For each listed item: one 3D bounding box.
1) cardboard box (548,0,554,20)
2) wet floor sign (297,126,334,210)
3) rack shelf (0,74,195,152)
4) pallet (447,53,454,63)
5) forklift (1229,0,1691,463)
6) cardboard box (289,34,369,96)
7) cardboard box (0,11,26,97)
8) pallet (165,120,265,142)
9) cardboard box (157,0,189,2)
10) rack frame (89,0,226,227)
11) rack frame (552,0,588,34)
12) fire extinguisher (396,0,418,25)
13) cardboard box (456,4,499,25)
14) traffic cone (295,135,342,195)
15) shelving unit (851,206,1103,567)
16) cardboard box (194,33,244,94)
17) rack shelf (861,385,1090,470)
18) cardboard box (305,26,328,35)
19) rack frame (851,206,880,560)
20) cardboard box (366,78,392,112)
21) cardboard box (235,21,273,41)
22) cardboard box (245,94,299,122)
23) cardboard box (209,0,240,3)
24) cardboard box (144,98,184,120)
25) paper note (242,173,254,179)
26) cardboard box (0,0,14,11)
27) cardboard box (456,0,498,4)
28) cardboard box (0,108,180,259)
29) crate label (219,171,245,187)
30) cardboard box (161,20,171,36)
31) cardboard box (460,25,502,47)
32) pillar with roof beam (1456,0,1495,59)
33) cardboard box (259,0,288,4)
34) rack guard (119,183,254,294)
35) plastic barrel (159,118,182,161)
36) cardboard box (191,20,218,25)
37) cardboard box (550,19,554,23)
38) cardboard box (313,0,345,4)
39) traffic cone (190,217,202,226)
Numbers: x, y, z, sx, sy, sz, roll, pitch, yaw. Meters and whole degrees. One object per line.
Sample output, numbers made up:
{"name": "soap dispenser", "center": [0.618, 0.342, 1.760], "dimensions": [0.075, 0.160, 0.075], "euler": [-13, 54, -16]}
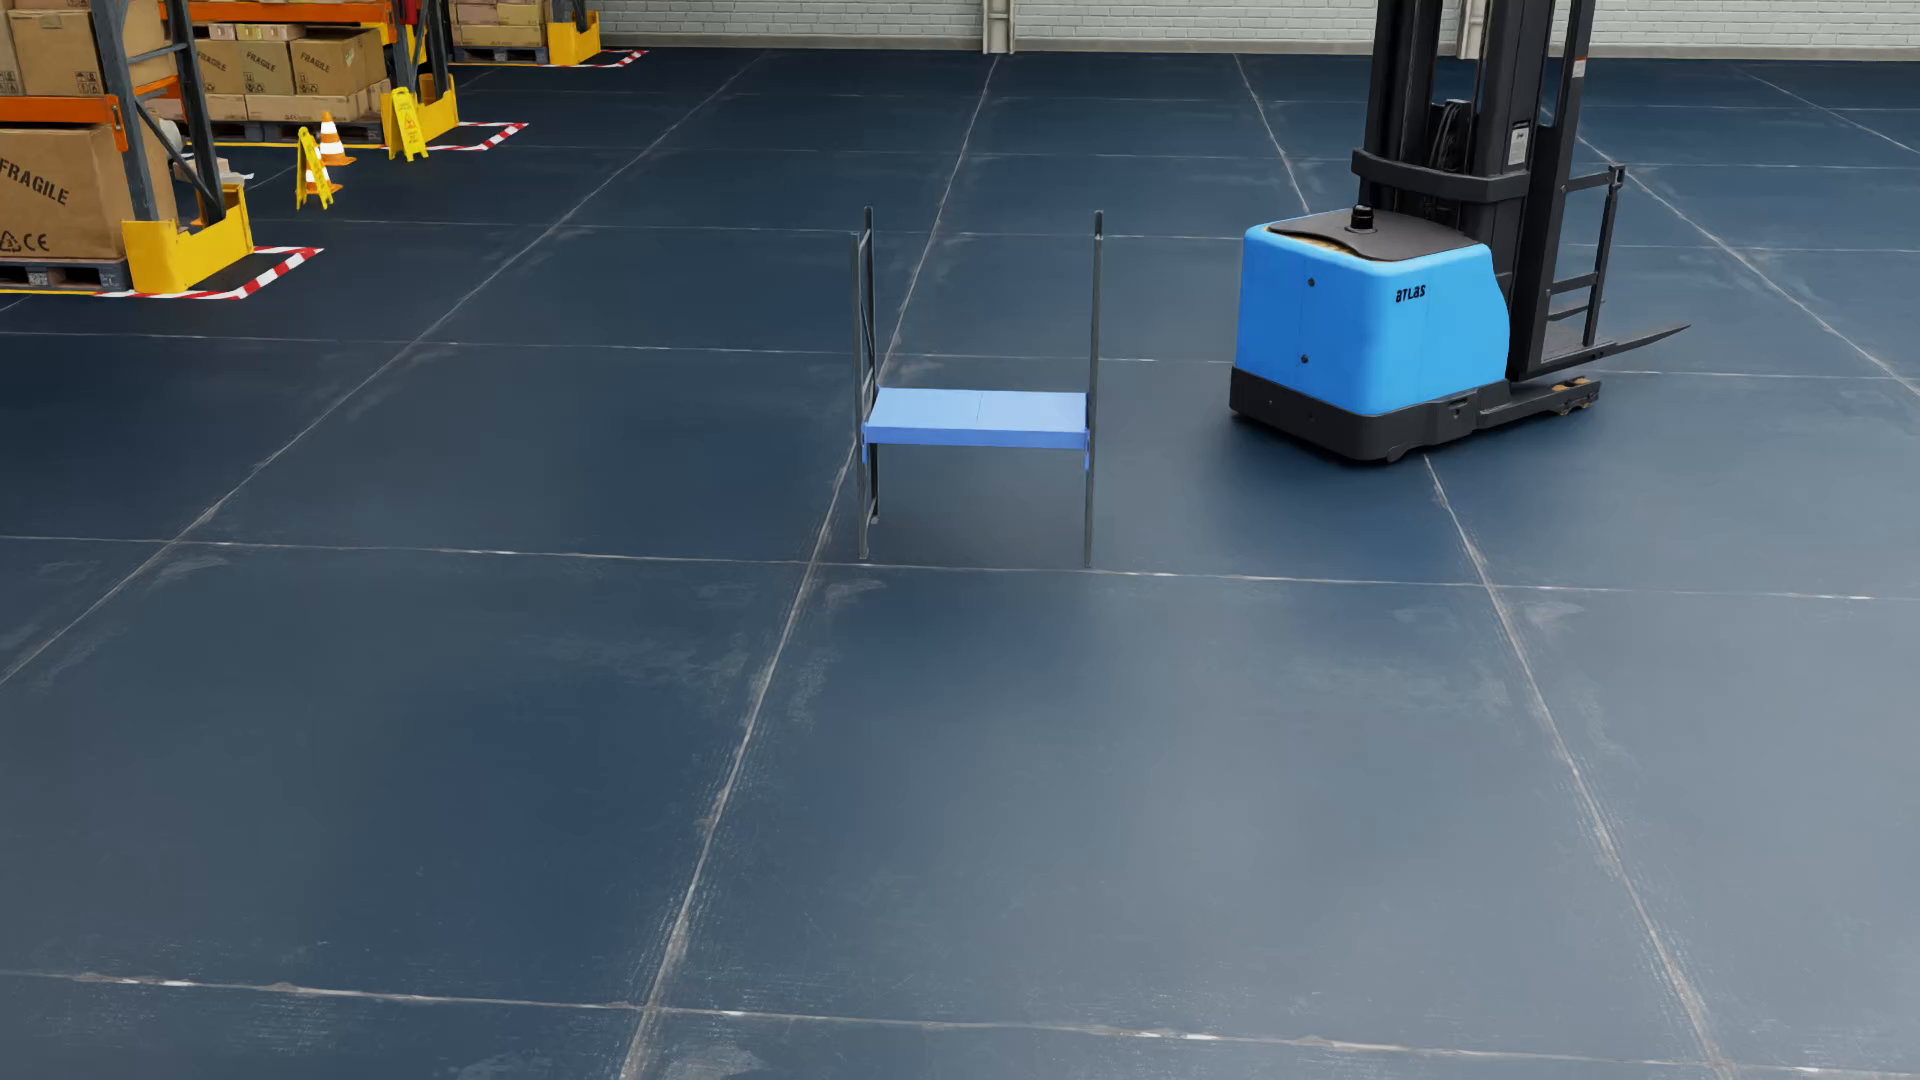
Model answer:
{"name": "cardboard box", "center": [-5.312, -6.706, 20.925], "dimensions": [0.500, 0.250, 0.500], "euler": [2, 25, 5]}
{"name": "wet floor sign", "center": [-5.333, -3.055, 13.618], "dimensions": [0.232, 0.644, 0.267], "euler": [-2, 25, -5]}
{"name": "rack shelf", "center": [-7.507, -3.038, 11.624], "dimensions": [4.000, 0.370, 1.077], "euler": [2, 25, 4]}
{"name": "pallet", "center": [-6.837, -6.216, 21.007], "dimensions": [1.213, 0.211, 1.003], "euler": [2, 25, 4]}
{"name": "forklift", "center": [2.989, -2.193, 9.009], "dimensions": [3.031, 2.935, 1.130], "euler": [-16, 29, -31]}
{"name": "cardboard box", "center": [-6.054, -4.566, 15.975], "dimensions": [0.500, 0.500, 0.500], "euler": [2, 25, 4]}
{"name": "cardboard box", "center": [-6.437, -3.370, 11.306], "dimensions": [0.550, 0.550, 0.875], "euler": [2, 25, 4]}
{"name": "pallet", "center": [-7.331, -4.183, 16.589], "dimensions": [1.213, 0.211, 1.003], "euler": [2, 25, 4]}
{"name": "cardboard box", "center": [-7.406, -5.196, 15.754], "dimensions": [0.250, 0.149, 0.380], "euler": [2, 25, 4]}
{"name": "rack frame", "center": [-5.513, -3.300, 11.334], "dimensions": [0.127, 3.000, 1.000], "euler": [2, 25, 4]}
{"name": "rack frame", "center": [-4.859, -7.436, 20.321], "dimensions": [0.127, 3.000, 1.000], "euler": [2, 25, 4]}
{"name": "fire extinguisher", "center": [-5.156, -5.136, 15.416], "dimensions": [0.183, 0.674, 0.296], "euler": [2, 25, 4]}
{"name": "cardboard box", "center": [-5.867, -6.510, 20.499], "dimensions": [0.500, 0.250, 0.500], "euler": [2, 25, 3]}
{"name": "traffic cone", "center": [-5.508, -3.217, 14.188], "dimensions": [0.334, 0.463, 0.336], "euler": [2, 25, 4]}
{"name": "shelving unit", "center": [0.085, -0.679, 7.431], "dimensions": [1.048, 1.500, 0.538], "euler": [2, 25, 4]}
{"name": "cardboard box", "center": [-7.077, -4.600, 16.049], "dimensions": [0.500, 0.500, 0.500], "euler": [1, 25, 3]}
{"name": "rack shelf", "center": [0.085, -0.515, 7.506], "dimensions": [1.000, 0.185, 0.538], "euler": [2, 25, 4]}
{"name": "cardboard box", "center": [-6.563, -4.806, 16.495], "dimensions": [0.500, 0.500, 0.500], "euler": [1, 25, 2]}
{"name": "rack frame", "center": [-0.422, -0.695, 7.466], "dimensions": [0.032, 1.500, 0.500], "euler": [2, 25, 4]}
{"name": "cardboard box", "center": [-6.018, -4.450, 16.619], "dimensions": [0.500, 0.250, 0.500], "euler": [2, 25, 4]}
{"name": "cardboard box", "center": [-6.675, -4.854, 15.824], "dimensions": [0.250, 0.149, 0.380], "euler": [2, 25, 5]}
{"name": "cardboard box", "center": [-6.577, -4.242, 16.168], "dimensions": [0.500, 0.250, 0.500], "euler": [2, 25, 4]}
{"name": "cardboard box", "center": [-6.905, -5.187, 15.735], "dimensions": [0.250, 0.149, 0.380], "euler": [2, 25, 3]}
{"name": "cardboard box", "center": [-7.593, -4.277, 16.243], "dimensions": [0.500, 0.250, 0.500], "euler": [2, 25, 3]}
{"name": "paper note", "center": [-6.330, -3.219, 14.708], "dimensions": [0.142, 0.019, 0.148], "euler": [-7, 26, -14]}
{"name": "cardboard box", "center": [-6.436, -3.866, 11.093], "dimensions": [0.550, 0.550, 0.875], "euler": [2, 25, 4]}
{"name": "cardboard box", "center": [-5.851, -6.730, 20.379], "dimensions": [0.500, 0.250, 0.500], "euler": [2, 25, 5]}
{"name": "cardboard box", "center": [-6.194, -2.520, 11.678], "dimensions": [0.875, 0.875, 0.875], "euler": [2, 25, 4]}
{"name": "crate label", "center": [-6.297, -3.068, 14.254], "dimensions": [0.298, 0.136, 0.250], "euler": [-11, 27, -23]}
{"name": "cardboard box", "center": [-7.754, -4.888, 15.899], "dimensions": [0.250, 0.149, 0.380], "euler": [3, 25, 7]}
{"name": "cardboard box", "center": [-5.846, -6.281, 20.598], "dimensions": [0.500, 0.250, 0.500], "euler": [2, 25, 4]}
{"name": "pillar with roof beam", "center": [6.151, -8.381, 15.198], "dimensions": [0.400, 9.000, 9.100], "euler": [2, 25, 4]}
{"name": "cardboard box", "center": [-6.398, -5.150, 15.655], "dimensions": [0.250, 0.149, 0.380], "euler": [2, 25, 5]}
{"name": "rack guard", "center": [-5.489, -2.164, 11.855], "dimensions": [0.348, 0.500, 1.175], "euler": [2, 25, 4]}
{"name": "plastic barrel", "center": [-7.410, -3.632, 15.136], "dimensions": [0.421, 0.421, 0.512], "euler": [22, 33, 39]}
{"name": "cardboard box", "center": [-9.368, -6.688, 21.034], "dimensions": [0.625, 0.625, 0.875], "euler": [3, 25, 6]}
{"name": "cardboard box", "center": [-5.333, -6.475, 21.020], "dimensions": [0.500, 0.250, 0.500], "euler": [2, 25, 4]}
{"name": "cardboard box", "center": [-5.885, -5.137, 15.627], "dimensions": [0.250, 0.149, 0.380], "euler": [2, 25, 3]}
{"name": "traffic cone", "center": [-5.934, -2.757, 13.188], "dimensions": [0.334, 0.463, 0.336], "euler": [2, 25, 4]}
